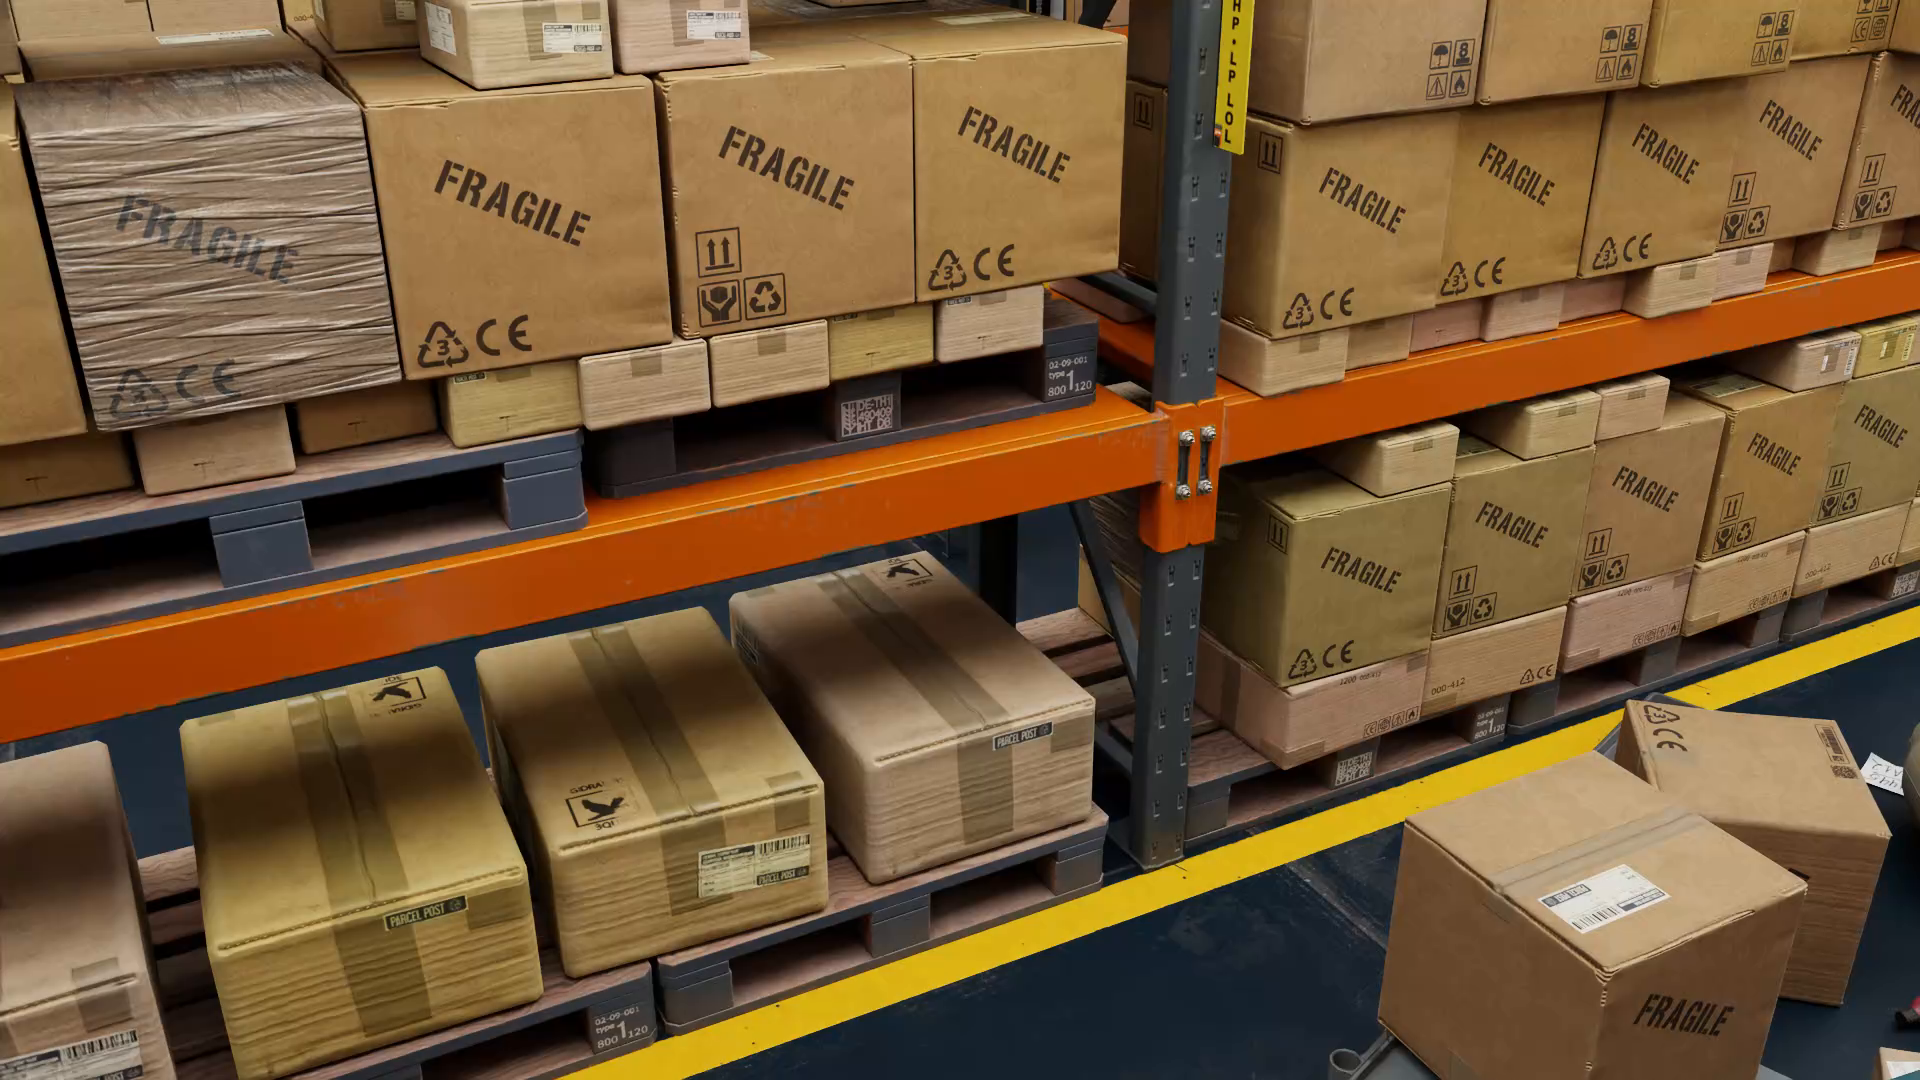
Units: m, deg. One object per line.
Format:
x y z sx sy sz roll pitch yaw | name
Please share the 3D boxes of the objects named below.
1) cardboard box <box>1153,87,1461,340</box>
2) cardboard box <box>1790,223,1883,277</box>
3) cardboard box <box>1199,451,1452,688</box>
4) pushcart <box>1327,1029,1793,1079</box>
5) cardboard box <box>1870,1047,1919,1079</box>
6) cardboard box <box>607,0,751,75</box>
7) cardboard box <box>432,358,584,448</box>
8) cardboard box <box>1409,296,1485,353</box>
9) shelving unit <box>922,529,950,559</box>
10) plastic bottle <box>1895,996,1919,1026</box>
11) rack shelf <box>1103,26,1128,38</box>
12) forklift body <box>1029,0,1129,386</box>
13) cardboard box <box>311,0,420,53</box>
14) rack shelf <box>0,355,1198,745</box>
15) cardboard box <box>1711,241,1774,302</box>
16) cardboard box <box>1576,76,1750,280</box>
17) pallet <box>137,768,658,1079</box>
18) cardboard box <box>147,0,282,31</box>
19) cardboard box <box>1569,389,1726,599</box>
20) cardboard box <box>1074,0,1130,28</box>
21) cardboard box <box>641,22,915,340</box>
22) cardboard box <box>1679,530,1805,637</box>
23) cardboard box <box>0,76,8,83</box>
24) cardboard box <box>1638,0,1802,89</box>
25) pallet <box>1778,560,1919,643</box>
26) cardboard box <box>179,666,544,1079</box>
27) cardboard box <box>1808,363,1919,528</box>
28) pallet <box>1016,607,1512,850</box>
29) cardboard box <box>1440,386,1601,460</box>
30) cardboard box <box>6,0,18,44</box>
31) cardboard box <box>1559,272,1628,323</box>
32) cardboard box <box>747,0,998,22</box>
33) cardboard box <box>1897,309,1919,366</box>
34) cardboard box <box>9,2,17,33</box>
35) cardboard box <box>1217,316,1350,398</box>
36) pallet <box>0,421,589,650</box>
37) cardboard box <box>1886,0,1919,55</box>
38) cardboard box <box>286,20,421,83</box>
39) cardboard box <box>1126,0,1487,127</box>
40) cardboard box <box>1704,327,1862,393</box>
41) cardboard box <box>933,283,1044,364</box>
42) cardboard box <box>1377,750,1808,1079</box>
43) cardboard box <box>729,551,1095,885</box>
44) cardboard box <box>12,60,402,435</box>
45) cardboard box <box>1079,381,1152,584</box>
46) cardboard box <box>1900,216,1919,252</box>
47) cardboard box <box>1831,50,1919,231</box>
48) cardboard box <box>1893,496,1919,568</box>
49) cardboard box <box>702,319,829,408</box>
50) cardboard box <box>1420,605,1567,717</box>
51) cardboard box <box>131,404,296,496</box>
0.829 -0.832 4.059 0.500 0.500 0.500 -13 29 -25 | cardboard box
2.514 -0.926 5.004 0.250 0.149 0.380 -13 29 -26 | cardboard box
0.958 0.025 4.557 0.500 0.500 0.500 -12 28 -23 | cardboard box
1.427 1.373 2.955 1.648 0.377 0.936 21 33 37 | pushcart
2.039 1.216 3.410 0.258 0.266 0.396 10 27 20 | cardboard box
-0.593 -1.005 3.184 0.250 0.149 0.380 -14 29 -27 | cardboard box
-0.921 -0.333 3.284 0.250 0.149 0.380 -13 29 -25 | cardboard box
1.157 -0.635 4.398 0.250 0.149 0.380 -13 29 -25 | cardboard box
-0.007 -0.404 6.052 0.210 0.900 0.258 -13 29 -25 | shelving unit
2.331 1.108 3.871 0.283 0.061 0.133 -8 27 -16 | plastic bottle
-0.264 -2.648 9.131 4.000 0.370 1.077 -13 29 -25 | rack shelf
0.686 -1.914 7.751 1.214 2.155 2.313 -13 29 -25 | forklift body
-1.182 -1.110 3.401 0.250 0.149 0.380 -11 28 -22 | cardboard box
-1.455 0.062 3.487 4.000 0.370 1.077 -13 29 -25 | rack shelf
2.081 -0.817 4.777 0.250 0.149 0.380 -13 29 -25 | cardboard box
1.710 -1.041 4.493 0.500 0.500 0.500 -13 29 -26 | cardboard box
-1.454 0.996 3.931 1.213 0.211 1.003 -13 29 -25 | pallet
-3.246 -2.316 7.203 0.500 0.250 0.500 -12 28 -24 | cardboard box
1.883 -0.193 5.012 0.500 0.500 0.500 -11 28 -22 | cardboard box
0.728 -3.122 9.171 0.500 0.500 0.500 -12 28 -23 | cardboard box
-0.427 -0.755 3.413 0.500 0.500 0.500 -13 28 -25 | cardboard box
2.333 0.044 5.384 0.500 0.250 0.500 -14 29 -27 | cardboard box
-2.053 -0.635 3.163 0.500 0.500 0.500 -15 30 -29 | cardboard box
1.717 -1.494 4.282 0.500 0.500 0.700 -14 29 -26 | cardboard box
3.039 -0.060 6.131 1.213 0.211 1.003 -13 29 -25 | pallet
-1.397 0.723 3.829 0.625 0.372 0.950 -12 28 -23 | cardboard box
2.796 -0.402 5.447 0.500 0.500 0.500 -12 28 -23 | cardboard box
0.886 0.437 5.096 1.213 0.211 1.003 -13 29 -25 | pallet
1.549 -0.375 4.641 0.250 0.149 0.380 -12 28 -23 | cardboard box
-4.139 -2.106 6.767 0.500 0.250 0.500 -14 29 -26 | cardboard box
1.612 -0.739 4.613 0.250 0.149 0.380 -13 29 -25 | cardboard box
-0.239 -1.052 4.032 0.500 0.500 0.500 -12 28 -24 | cardboard box
2.963 -0.702 5.322 0.250 0.149 0.380 -12 28 -24 | cardboard box
-3.952 -2.411 7.401 0.500 0.250 0.500 -14 29 -26 | cardboard box
0.739 -0.498 4.113 0.250 0.149 0.380 -13 29 -25 | cardboard box
-1.492 -0.188 3.397 1.213 0.211 1.003 -13 29 -25 | pallet
2.640 -1.684 4.677 0.500 0.500 0.700 -13 29 -26 | cardboard box
-1.123 -0.855 3.620 0.500 0.500 0.500 -13 29 -25 | cardboard box
0.800 -1.307 3.891 0.500 0.500 0.700 -13 29 -26 | cardboard box
2.506 -0.599 5.107 0.250 0.149 0.380 -12 28 -23 | cardboard box
-0.014 -0.536 3.705 0.250 0.149 0.380 -13 28 -24 | cardboard box
1.174 0.789 3.154 0.500 0.500 0.500 -13 29 -25 | cardboard box
-0.152 0.433 4.433 0.625 0.372 0.950 -13 28 -24 | cardboard box
-1.347 -0.545 2.976 0.500 0.500 0.500 -14 29 -27 | cardboard box
0.706 -0.181 4.986 0.500 0.500 0.500 -13 29 -26 | cardboard box
2.990 -1.012 5.181 0.250 0.149 0.380 -12 28 -24 | cardboard box
2.603 -1.247 4.923 0.500 0.500 0.500 -13 29 -25 | cardboard box
3.232 -0.162 5.814 0.500 0.250 0.500 -13 29 -25 | cardboard box
-0.466 -0.423 3.470 0.250 0.149 0.380 -14 29 -26 | cardboard box
1.423 0.250 4.955 0.500 0.250 0.500 -11 28 -22 | cardboard box
-1.396 -0.237 3.083 0.250 0.149 0.380 -12 28 -23 | cardboard box
